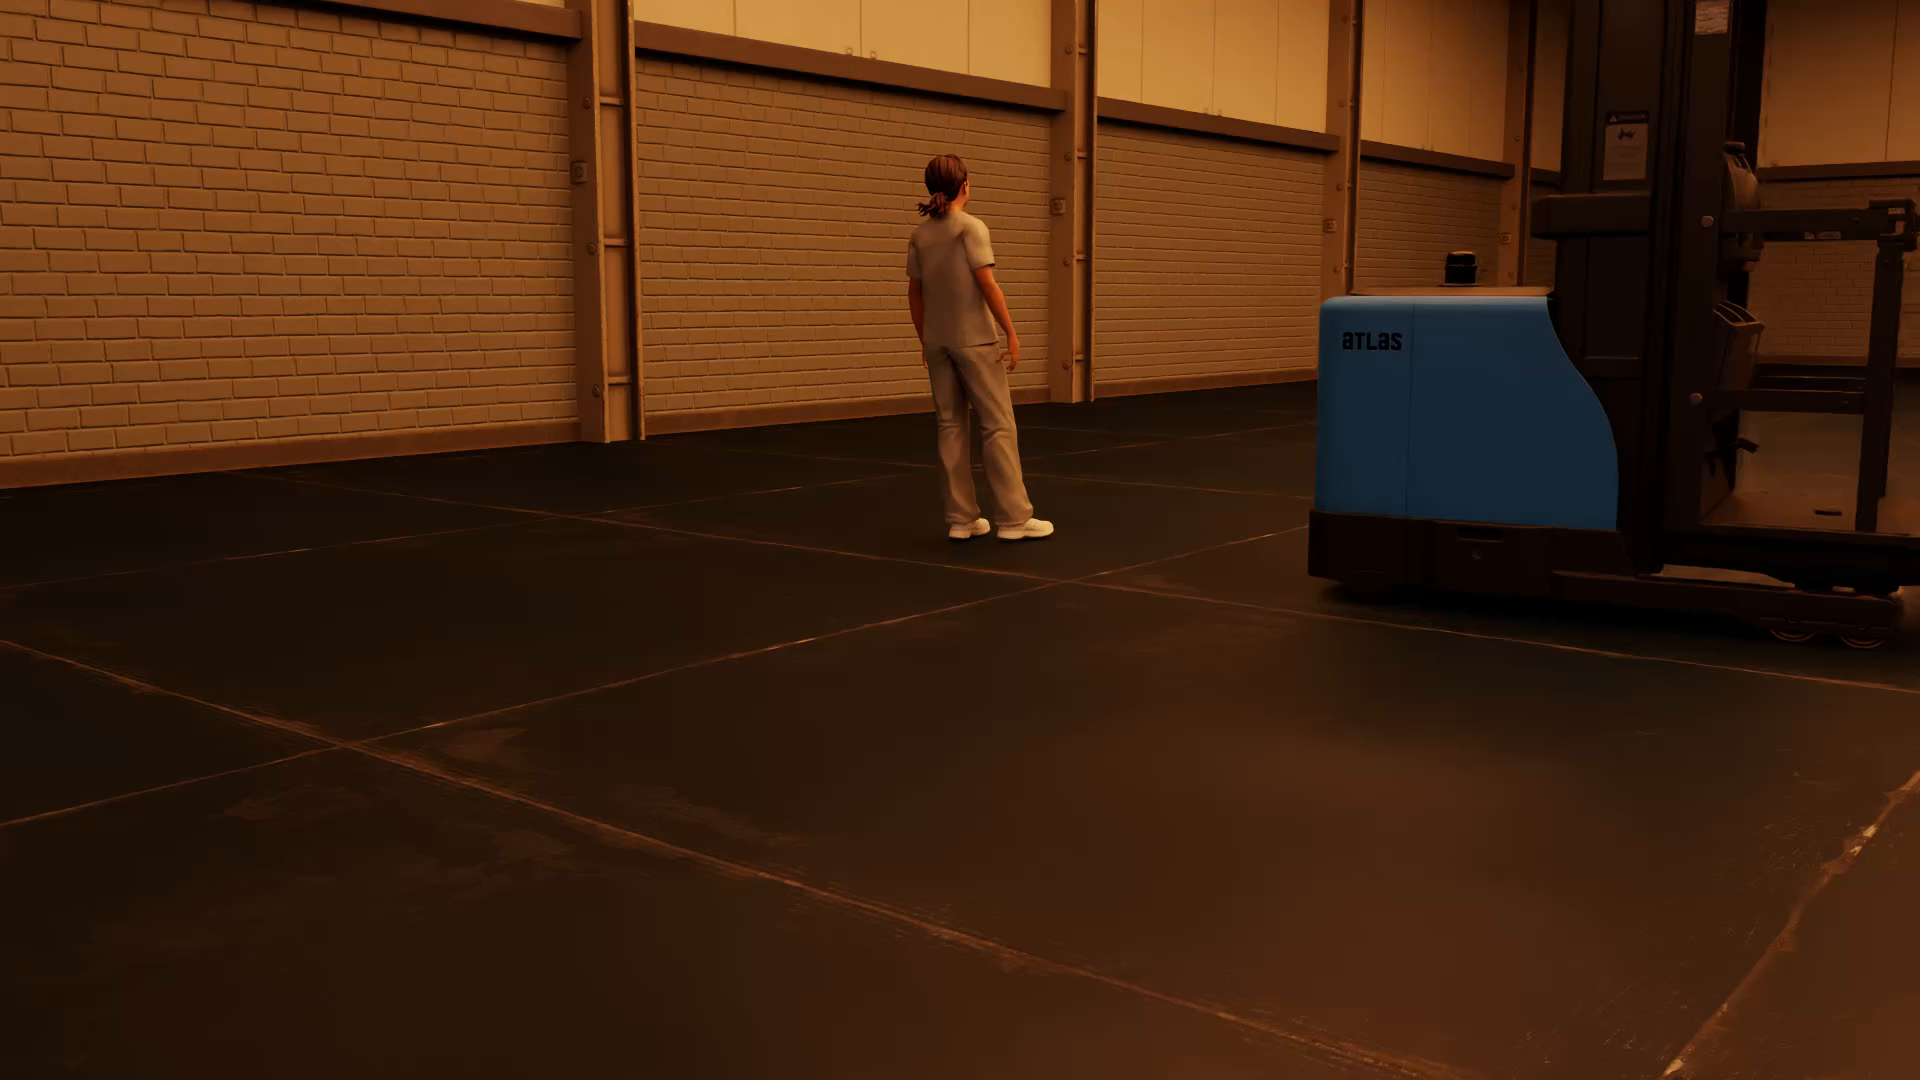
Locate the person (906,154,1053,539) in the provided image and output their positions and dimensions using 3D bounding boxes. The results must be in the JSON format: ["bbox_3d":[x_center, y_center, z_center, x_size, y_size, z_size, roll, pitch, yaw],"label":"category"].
[{"bbox_3d":[0.062,-0.844,7.337,0.549,1.673,0.532,7,11,38],"label":"person"}]

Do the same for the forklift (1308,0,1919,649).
[{"bbox_3d":[2.800,-1.202,5.500,3.031,2.935,1.130,5,10,30],"label":"forklift"}]
